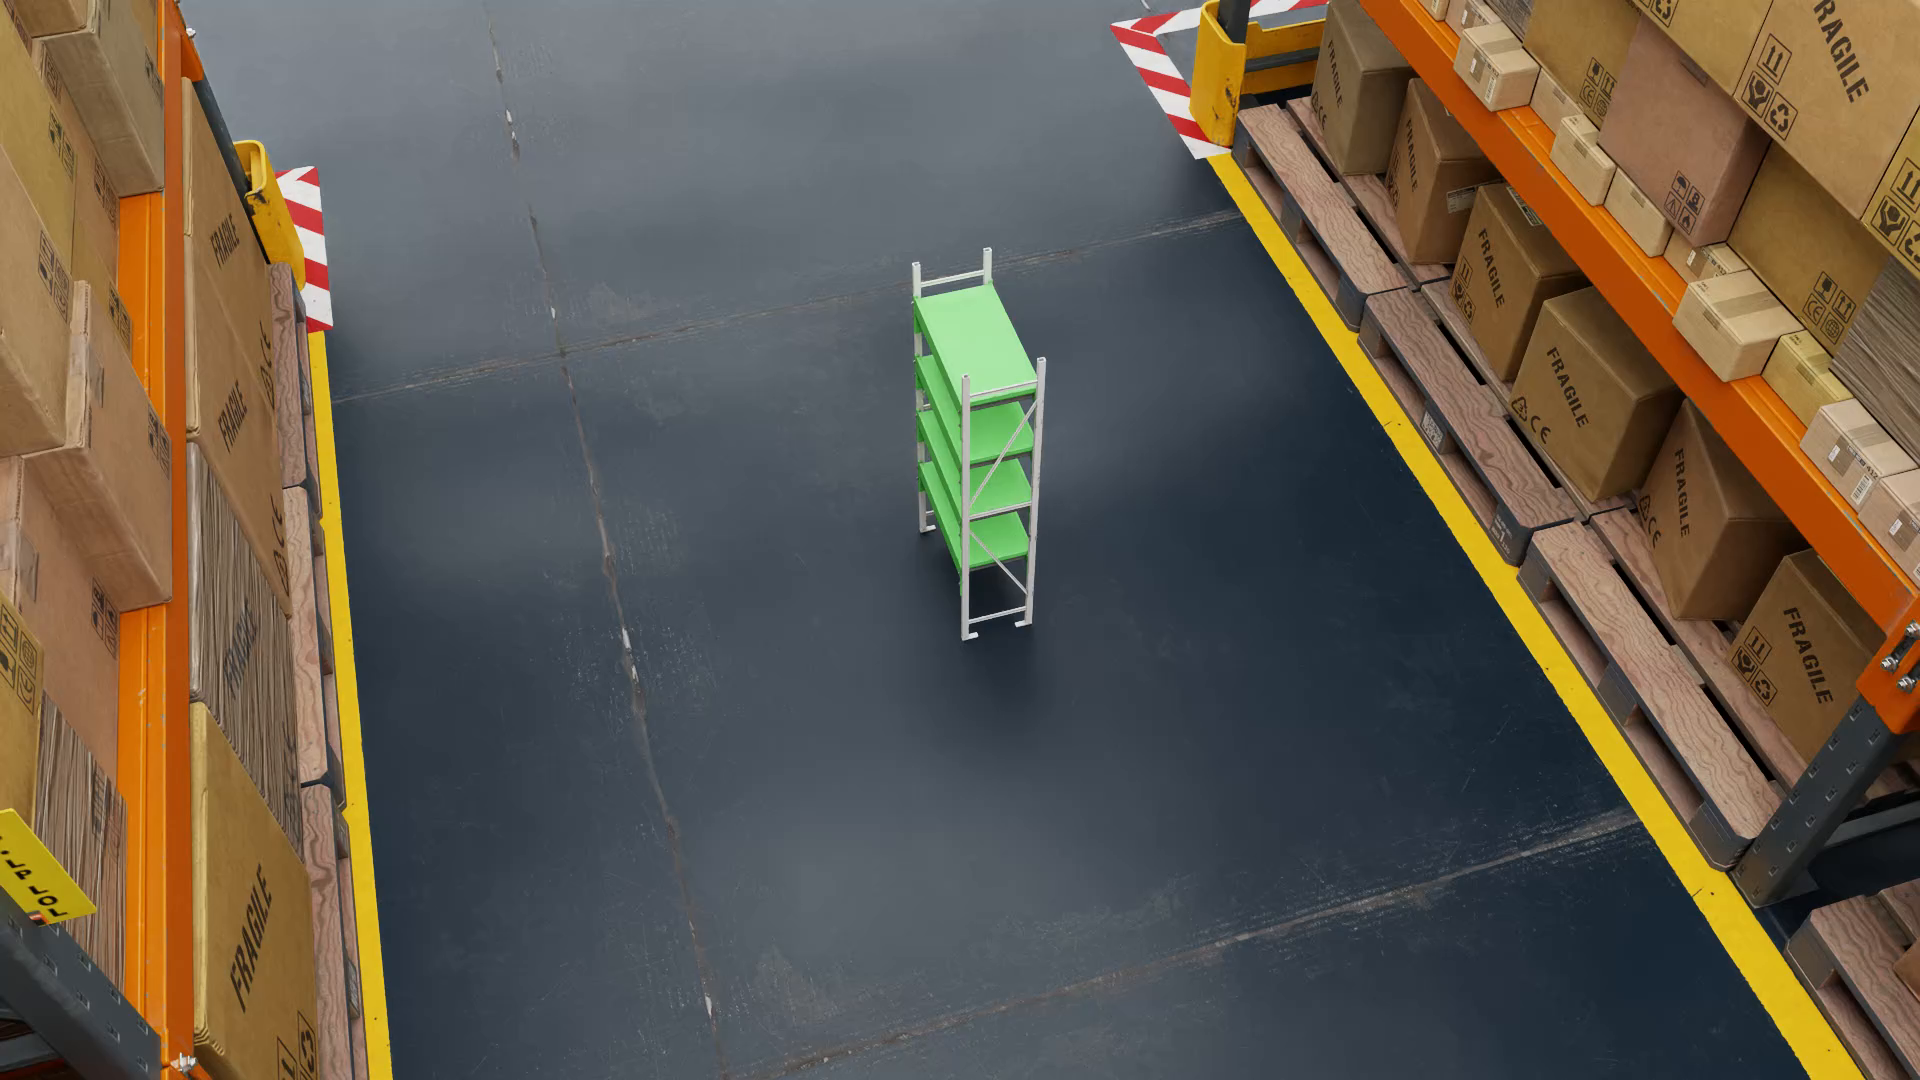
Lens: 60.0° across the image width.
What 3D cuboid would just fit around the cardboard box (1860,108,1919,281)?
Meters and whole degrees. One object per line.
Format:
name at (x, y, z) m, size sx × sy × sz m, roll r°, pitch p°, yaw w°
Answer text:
cardboard box at (2.370, -0.762, 3.517) m, size 0.500 × 0.500 × 0.500 m, roll -13°, pitch 51°, yaw -11°

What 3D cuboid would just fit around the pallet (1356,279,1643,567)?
pallet at (2.169, -0.522, 6.052) m, size 1.003 × 0.211 × 1.213 m, roll -13°, pitch 51°, yaw -11°

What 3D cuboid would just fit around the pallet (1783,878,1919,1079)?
pallet at (2.998, 1.422, 4.413) m, size 1.003 × 0.211 × 1.213 m, roll -13°, pitch 51°, yaw -11°

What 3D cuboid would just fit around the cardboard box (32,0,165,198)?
cardboard box at (-2.848, -1.310, 4.794) m, size 0.875 × 0.550 × 0.550 m, roll -13°, pitch 51°, yaw -11°

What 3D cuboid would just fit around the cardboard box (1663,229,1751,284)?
cardboard box at (2.212, -0.806, 4.632) m, size 0.380 × 0.149 × 0.250 m, roll -13°, pitch 51°, yaw -11°

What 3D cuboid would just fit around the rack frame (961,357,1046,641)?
rack frame at (0.121, -0.088, 5.039) m, size 0.240 × 1.200 × 0.015 m, roll -13°, pitch 51°, yaw -11°

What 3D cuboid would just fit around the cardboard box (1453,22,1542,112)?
cardboard box at (1.791, -1.506, 5.222) m, size 0.380 × 0.149 × 0.250 m, roll -13°, pitch 51°, yaw -11°

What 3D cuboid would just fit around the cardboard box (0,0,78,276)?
cardboard box at (-2.544, -0.857, 3.707) m, size 0.875 × 0.550 × 0.500 m, roll -13°, pitch 51°, yaw -11°

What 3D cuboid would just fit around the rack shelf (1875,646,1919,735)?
rack shelf at (3.358, 1.647, 2.870) m, size 1.077 × 0.370 × 4.000 m, roll -13°, pitch 51°, yaw -11°

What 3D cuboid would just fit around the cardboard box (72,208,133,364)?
cardboard box at (-2.606, -0.495, 4.107) m, size 0.875 × 0.550 × 0.500 m, roll -13°, pitch 51°, yaw -11°

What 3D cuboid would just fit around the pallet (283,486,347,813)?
pallet at (-2.516, 0.435, 5.245) m, size 1.003 × 0.211 × 1.213 m, roll -13°, pitch 51°, yaw -11°

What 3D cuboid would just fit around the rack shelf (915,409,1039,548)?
rack shelf at (0.049, -0.225, 5.238) m, size 0.258 × 0.148 × 0.480 m, roll -13°, pitch 51°, yaw -11°

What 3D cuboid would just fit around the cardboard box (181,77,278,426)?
cardboard box at (-2.921, -0.889, 5.653) m, size 0.875 × 0.875 × 0.875 m, roll -13°, pitch 51°, yaw -11°

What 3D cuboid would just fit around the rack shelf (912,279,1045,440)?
rack shelf at (0.049, -0.534, 4.871) m, size 0.258 × 0.148 × 0.480 m, roll -13°, pitch 51°, yaw -11°

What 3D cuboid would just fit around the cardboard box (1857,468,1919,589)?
cardboard box at (2.422, -0.055, 3.999) m, size 0.380 × 0.149 × 0.250 m, roll -13°, pitch 51°, yaw -11°

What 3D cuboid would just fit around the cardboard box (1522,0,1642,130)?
cardboard box at (2.225, -1.606, 4.882) m, size 0.875 × 0.500 × 0.500 m, roll -13°, pitch 51°, yaw -11°

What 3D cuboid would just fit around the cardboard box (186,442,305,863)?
cardboard box at (-2.391, 0.419, 4.550) m, size 0.875 × 0.875 × 0.875 m, roll -13°, pitch 51°, yaw -11°

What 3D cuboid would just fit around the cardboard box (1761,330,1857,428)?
cardboard box at (2.340, -0.436, 4.320) m, size 0.380 × 0.149 × 0.250 m, roll -13°, pitch 51°, yaw -11°

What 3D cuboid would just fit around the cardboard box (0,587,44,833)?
cardboard box at (-2.078, 0.329, 2.707) m, size 0.875 × 0.550 × 0.550 m, roll -13°, pitch 51°, yaw -11°

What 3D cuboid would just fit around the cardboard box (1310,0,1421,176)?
cardboard box at (1.752, -1.837, 6.697) m, size 0.500 × 0.500 × 0.500 m, roll -5°, pitch 50°, yaw -4°

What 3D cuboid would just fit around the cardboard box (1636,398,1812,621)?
cardboard box at (2.509, -0.093, 5.227) m, size 0.500 × 0.500 × 0.500 m, roll 1°, pitch 50°, yaw 1°

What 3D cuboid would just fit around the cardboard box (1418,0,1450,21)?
cardboard box at (1.716, -1.889, 5.545) m, size 0.380 × 0.149 × 0.250 m, roll -13°, pitch 51°, yaw -11°

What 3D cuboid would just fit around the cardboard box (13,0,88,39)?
cardboard box at (-2.861, -1.655, 4.379) m, size 0.875 × 0.550 × 0.550 m, roll -13°, pitch 51°, yaw -11°

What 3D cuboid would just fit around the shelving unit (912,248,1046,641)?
shelving unit at (0.049, -0.266, 5.189) m, size 0.258 × 1.200 × 0.503 m, roll -13°, pitch 51°, yaw -11°

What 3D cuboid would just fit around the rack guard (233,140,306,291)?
rack guard at (-3.192, -1.131, 6.376) m, size 1.175 × 0.500 × 0.348 m, roll -13°, pitch 51°, yaw -11°

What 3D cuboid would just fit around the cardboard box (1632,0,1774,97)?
cardboard box at (2.074, -1.492, 4.132) m, size 0.500 × 0.500 × 0.500 m, roll -13°, pitch 51°, yaw -11°

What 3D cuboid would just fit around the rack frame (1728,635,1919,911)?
rack frame at (2.766, -0.045, 3.826) m, size 1.000 × 3.000 × 0.127 m, roll -13°, pitch 51°, yaw -11°

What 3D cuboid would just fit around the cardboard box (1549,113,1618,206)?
cardboard box at (1.992, -1.154, 4.925) m, size 0.380 × 0.149 × 0.250 m, roll -13°, pitch 51°, yaw -11°

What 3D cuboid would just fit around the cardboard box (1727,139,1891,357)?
cardboard box at (2.578, -0.889, 4.278) m, size 0.875 × 0.500 × 0.500 m, roll -13°, pitch 51°, yaw -11°

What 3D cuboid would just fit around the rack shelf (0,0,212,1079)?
rack shelf at (-2.593, -0.226, 4.450) m, size 1.077 × 0.370 × 4.000 m, roll -13°, pitch 51°, yaw -11°

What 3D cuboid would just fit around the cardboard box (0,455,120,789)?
cardboard box at (-2.307, 0.291, 3.445) m, size 0.875 × 0.550 × 0.550 m, roll -13°, pitch 51°, yaw -11°

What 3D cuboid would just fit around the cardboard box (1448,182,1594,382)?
cardboard box at (2.128, -0.946, 5.946) m, size 0.500 × 0.500 × 0.500 m, roll -9°, pitch 50°, yaw -8°

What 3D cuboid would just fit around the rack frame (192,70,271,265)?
rack frame at (-3.185, -1.919, 5.406) m, size 1.000 × 3.000 × 0.127 m, roll -13°, pitch 51°, yaw -11°
